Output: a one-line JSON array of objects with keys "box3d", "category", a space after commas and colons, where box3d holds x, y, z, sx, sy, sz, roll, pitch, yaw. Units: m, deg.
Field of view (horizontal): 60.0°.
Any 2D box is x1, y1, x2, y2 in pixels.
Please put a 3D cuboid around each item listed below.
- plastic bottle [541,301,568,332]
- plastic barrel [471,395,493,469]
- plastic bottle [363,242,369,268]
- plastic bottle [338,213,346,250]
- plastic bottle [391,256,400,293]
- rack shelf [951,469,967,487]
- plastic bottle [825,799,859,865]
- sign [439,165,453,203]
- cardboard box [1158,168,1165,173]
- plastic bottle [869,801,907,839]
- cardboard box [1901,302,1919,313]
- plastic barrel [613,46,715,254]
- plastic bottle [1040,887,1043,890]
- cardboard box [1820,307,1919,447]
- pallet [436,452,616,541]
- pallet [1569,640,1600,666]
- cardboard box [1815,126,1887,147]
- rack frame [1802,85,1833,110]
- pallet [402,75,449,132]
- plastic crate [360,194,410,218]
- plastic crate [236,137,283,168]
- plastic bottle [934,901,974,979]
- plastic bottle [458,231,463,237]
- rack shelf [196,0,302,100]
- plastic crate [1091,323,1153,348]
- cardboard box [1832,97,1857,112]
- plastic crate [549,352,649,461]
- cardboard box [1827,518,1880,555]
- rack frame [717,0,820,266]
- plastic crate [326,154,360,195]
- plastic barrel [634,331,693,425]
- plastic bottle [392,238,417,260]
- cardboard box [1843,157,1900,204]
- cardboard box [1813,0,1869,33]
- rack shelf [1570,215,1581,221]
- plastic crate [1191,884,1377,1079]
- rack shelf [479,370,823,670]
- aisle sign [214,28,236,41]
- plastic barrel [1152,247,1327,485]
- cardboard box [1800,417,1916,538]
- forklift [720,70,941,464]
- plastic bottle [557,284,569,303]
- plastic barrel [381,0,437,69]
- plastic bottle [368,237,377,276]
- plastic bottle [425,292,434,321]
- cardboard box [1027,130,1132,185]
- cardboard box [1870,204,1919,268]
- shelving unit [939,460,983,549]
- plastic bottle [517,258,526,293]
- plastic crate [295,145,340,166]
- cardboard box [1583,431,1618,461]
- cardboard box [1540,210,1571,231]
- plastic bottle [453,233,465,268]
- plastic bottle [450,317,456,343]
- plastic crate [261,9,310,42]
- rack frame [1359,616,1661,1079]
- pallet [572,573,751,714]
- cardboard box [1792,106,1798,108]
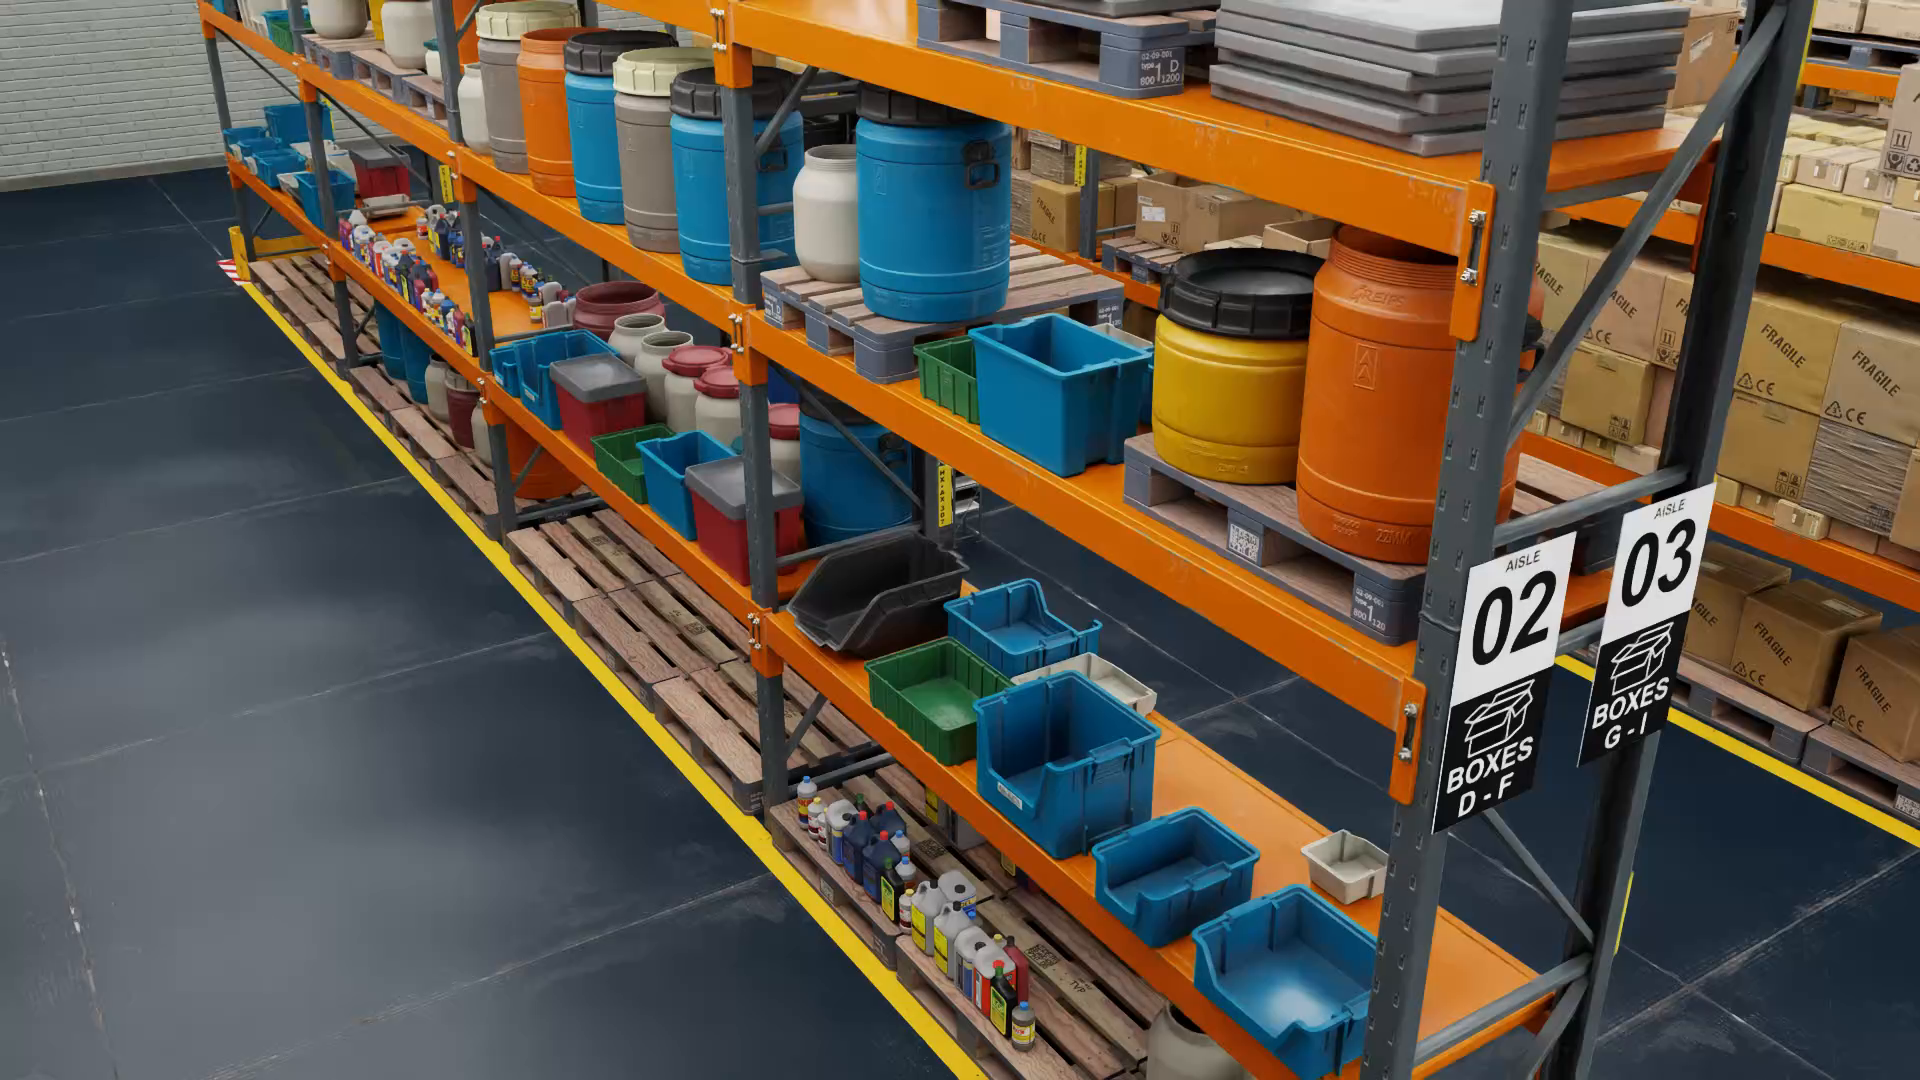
[{"box3d": [-2.831, -1.539, 11.604, 0.152, 0.276, 0.135, -16, 29, -30], "category": "plastic bottle"}, {"box3d": [-3.403, -0.818, 12.353, 0.421, 0.512, 0.421, 0, 25, 0], "category": "plastic barrel"}, {"box3d": [-4.695, -2.274, 13.248, 0.097, 0.201, 0.097, 0, 25, 0], "category": "plastic bottle"}, {"box3d": [-5.079, -2.548, 13.733, 0.061, 0.283, 0.133, -16, 29, -30], "category": "plastic bottle"}, {"box3d": [-4.263, -2.022, 12.633, 0.097, 0.271, 0.097, 0, 25, 0], "category": "plastic bottle"}, {"box3d": [-0.004, -0.461, 11.502, 0.258, 0.077, 0.200, -16, 29, -30], "category": "rack shelf"}, {"box3d": [-0.549, 1.388, 7.933, 0.152, 0.276, 0.135, -14, 29, -28], "category": "plastic bottle"}, {"box3d": [-4.460, -3.084, 14.407, 0.100, 0.325, 0.005, -16, 29, -30], "category": "sign"}, {"box3d": [2.627, -4.477, 20.182, 0.380, 0.149, 0.250, -15, 29, -29], "category": "cardboard box"}, {"box3d": [-0.341, 1.381, 7.861, 0.144, 0.351, 0.185, -16, 29, -30], "category": "plastic bottle"}, {"box3d": [5.166, -0.945, 8.563, 0.500, 0.500, 0.500, -16, 29, -30], "category": "cardboard box"}, {"box3d": [-1.371, -1.918, 8.161, 0.600, 0.901, 0.600, 0, 25, 0], "category": "plastic barrel"}, {"box3d": [0.405, 1.469, 7.762, 0.152, 0.276, 0.135, -15, 29, -29], "category": "plastic bottle"}, {"box3d": [4.723, -0.821, 8.302, 0.500, 0.500, 0.500, -16, 29, -30], "category": "cardboard box"}, {"box3d": [-3.204, -0.412, 12.338, 1.003, 0.211, 1.213, -16, 29, -30], "category": "pallet"}, {"box3d": [3.991, 0.369, 10.684, 1.003, 0.211, 1.213, -16, 29, -30], "category": "pallet"}, {"box3d": [4.738, -2.074, 8.787, 0.380, 0.149, 0.250, -14, 29, -27], "category": "cardboard box"}, {"box3d": [9.715, -4.864, 18.503, 1.000, 3.000, 0.127, -16, 29, -30], "category": "rack frame"}, {"box3d": [-3.074, -2.968, 11.193, 1.003, 0.211, 1.213, -16, 29, -30], "category": "pallet"}, {"box3d": [-5.056, -2.939, 14.663, 0.396, 0.136, 0.243, -16, 29, -30], "category": "plastic crate"}, {"box3d": [-6.887, -3.813, 16.402, 0.416, 0.233, 0.300, -16, 29, -30], "category": "plastic crate"}, {"box3d": [-0.025, 1.701, 7.184, 0.144, 0.351, 0.185, -14, 29, -27], "category": "plastic bottle"}, {"box3d": [-3.961, -2.399, 13.425, 0.152, 0.276, 0.135, -16, 29, -30], "category": "plastic bottle"}, {"box3d": [-6.014, -4.578, 15.225, 1.077, 0.370, 4.000, -16, 29, -30], "category": "rack shelf"}, {"box3d": [0.660, -0.727, 6.534, 0.243, 0.136, 0.396, -16, 29, -30], "category": "plastic crate"}, {"box3d": [9.736, -4.781, 18.129, 0.380, 0.149, 0.250, -17, 30, -32], "category": "cardboard box"}, {"box3d": [-2.113, -0.780, 9.777, 0.402, 0.464, 0.583, -16, 29, -30], "category": "plastic crate"}, {"box3d": [4.754, -0.077, 8.656, 0.380, 0.149, 0.250, -16, 29, -30], "category": "cardboard box"}, {"box3d": [-0.555, -2.683, 6.854, 1.000, 3.000, 0.127, -16, 29, -30], "category": "rack frame"}, {"box3d": [-5.601, -3.394, 15.457, 0.437, 0.282, 0.530, -16, 29, -30], "category": "plastic crate"}, {"box3d": [-1.768, -0.982, 10.149, 0.421, 0.512, 0.421, 0, 25, 0], "category": "plastic barrel"}, {"box3d": [-4.356, -2.225, 13.058, 0.152, 0.276, 0.135, -16, 29, -30], "category": "plastic bottle"}, {"box3d": [4.551, -1.765, 8.132, 0.380, 0.149, 0.250, -17, 30, -32], "category": "cardboard box"}, {"box3d": [6.948, -4.158, 13.060, 0.500, 0.250, 0.500, -16, 30, -30], "category": "cardboard box"}, {"box3d": [6.714, -2.634, 14.621, 1.077, 0.370, 4.000, -16, 29, -30], "category": "rack shelf"}, {"box3d": [1.105, 1.419, 5.368, 0.499, 0.251, 0.616, -16, 29, -30], "category": "plastic crate"}, {"box3d": [-1.647, -0.360, 9.804, 1.077, 0.370, 4.000, -16, 29, -30], "category": "rack shelf"}, {"box3d": [-7.394, -5.394, 16.580, 0.394, 0.787, 0.004, -16, 29, -30], "category": "aisle sign"}, {"box3d": [0.900, -0.549, 5.135, 0.600, 0.588, 0.600, 0, 25, 0], "category": "plastic barrel"}, {"box3d": [4.891, -0.416, 8.615, 0.875, 0.500, 0.500, -16, 29, -30], "category": "cardboard box"}, {"box3d": [-1.338, -2.274, 13.096, 1.130, 2.935, 3.031, -14, 29, -28], "category": "forklift"}, {"box3d": [-2.845, -1.706, 11.950, 0.061, 0.283, 0.133, -16, 29, -30], "category": "plastic bottle"}, {"box3d": [-3.832, -3.607, 11.675, 0.433, 0.535, 0.433, 0, 25, 0], "category": "plastic barrel"}, {"box3d": [-4.594, -2.230, 13.060, 0.061, 0.283, 0.133, -16, 29, -30], "category": "plastic bottle"}, {"box3d": [-3.809, -1.693, 12.018, 0.097, 0.201, 0.097, 0, 25, 0], "category": "plastic bottle"}, {"box3d": [1.026, -3.319, 13.937, 0.797, 0.503, 0.637, -14, 29, -28], "category": "cardboard box"}, {"box3d": [4.755, -1.458, 7.950, 0.500, 0.250, 0.500, -15, 29, -28], "category": "cardboard box"}, {"box3d": [-0.004, -0.410, 11.526, 0.258, 0.900, 0.210, -16, 29, -30], "category": "shelving unit"}, {"box3d": [-3.296, -2.002, 12.576, 0.061, 0.283, 0.133, -16, 29, -30], "category": "plastic bottle"}, {"box3d": [-6.363, -3.813, 16.515, 0.396, 0.136, 0.243, -16, 29, -30], "category": "plastic crate"}, {"box3d": [3.890, -0.601, 9.766, 0.380, 0.149, 0.250, -16, 29, -30], "category": "cardboard box"}, {"box3d": [3.279, -1.902, 11.033, 1.000, 1.000, 1.000, -15, 29, -29], "category": "cardboard box"}, {"box3d": [-3.982, -2.313, 13.248, 0.097, 0.271, 0.097, 0, 25, 0], "category": "plastic bottle"}, {"box3d": [-3.490, -1.484, 11.575, 0.097, 0.201, 0.097, 0, 25, 0], "category": "plastic bottle"}, {"box3d": [-5.686, -4.363, 14.124, 0.416, 0.233, 0.300, -16, 29, -30], "category": "plastic crate"}, {"box3d": [1.629, 1.461, 5.104, 1.000, 3.000, 0.127, -16, 29, -30], "category": "rack frame"}, {"box3d": [-1.686, 0.582, 10.231, 1.003, 0.211, 1.213, -16, 29, -30], "category": "pallet"}, {"box3d": [6.697, -3.463, 14.246, 0.700, 0.500, 0.500, -16, 30, -30], "category": "cardboard box"}]
